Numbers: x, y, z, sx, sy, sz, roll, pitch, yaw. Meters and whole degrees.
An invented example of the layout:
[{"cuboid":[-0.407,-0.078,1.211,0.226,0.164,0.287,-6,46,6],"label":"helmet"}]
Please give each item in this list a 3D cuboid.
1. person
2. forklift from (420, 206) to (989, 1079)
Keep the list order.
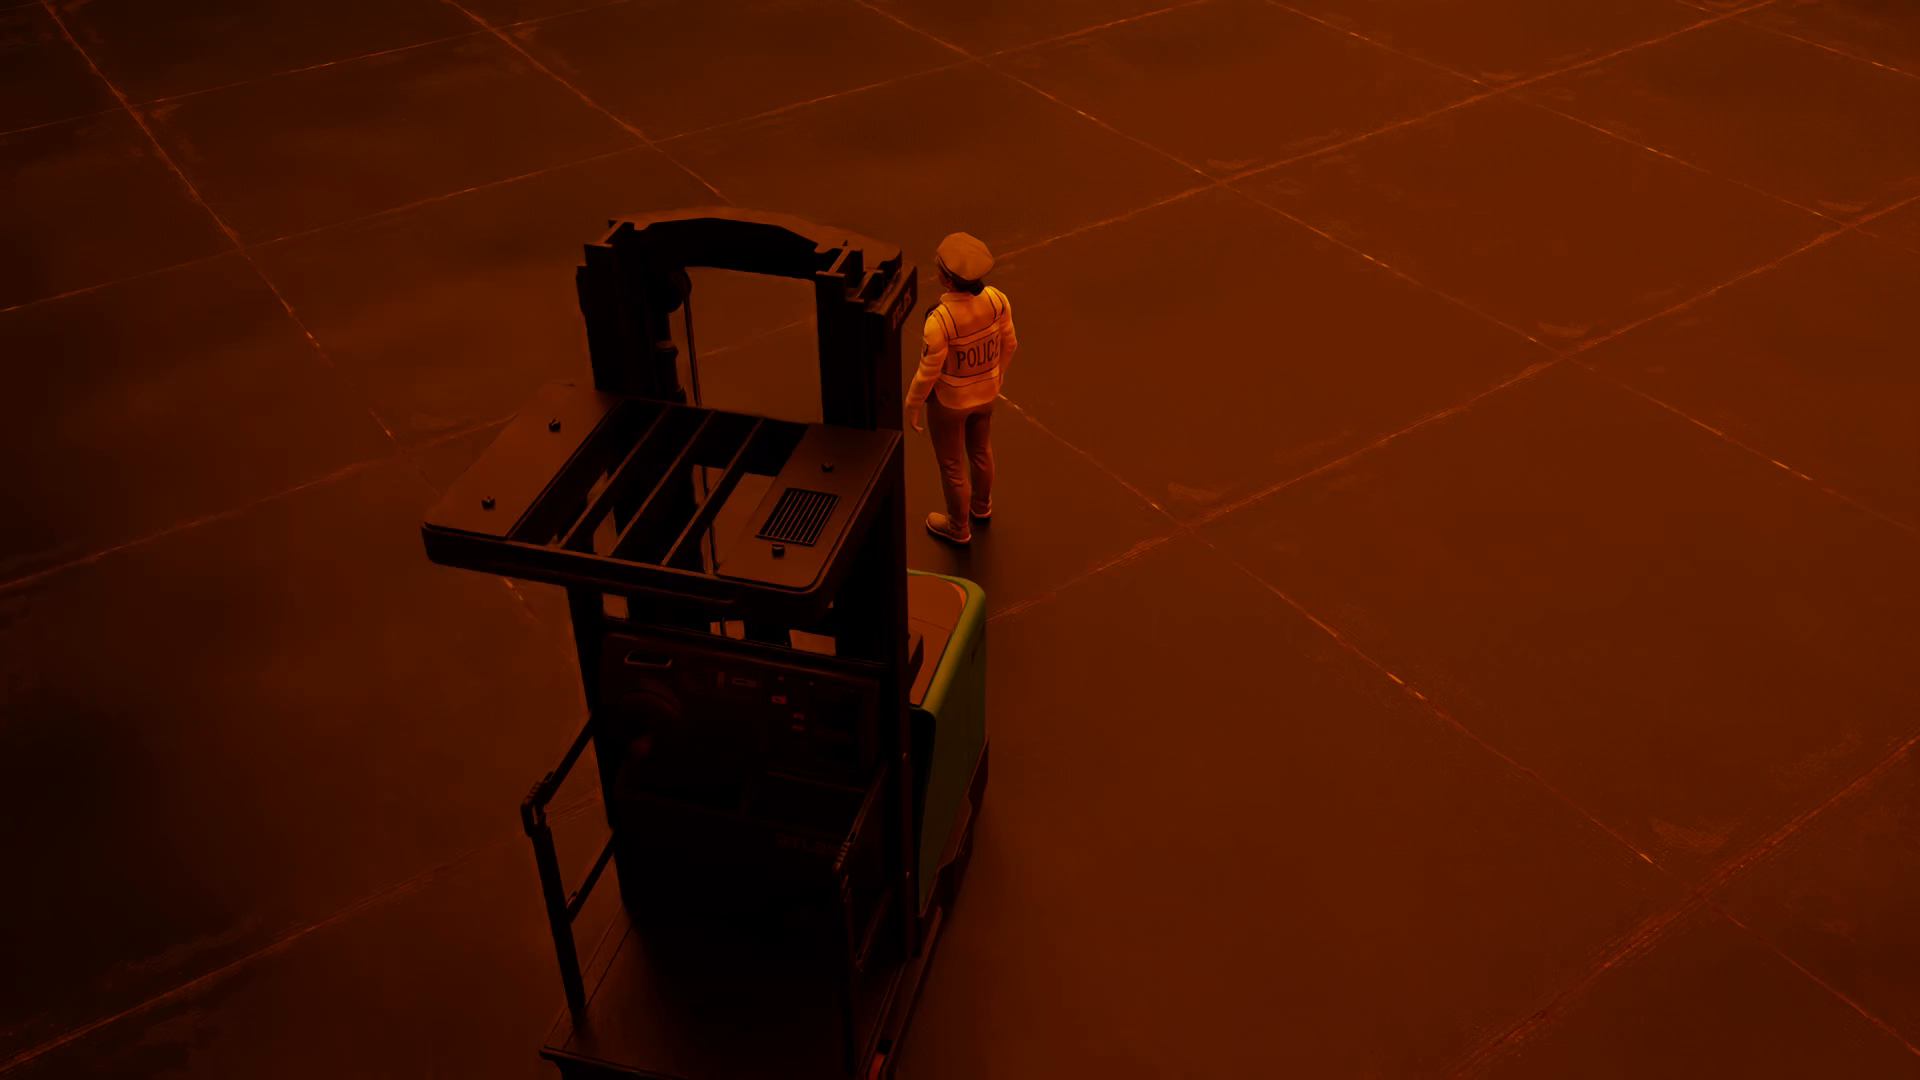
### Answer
[{"cuboid":[-0.034,-0.723,7.950,0.586,1.694,0.532,-23,42,-28],"label":"person"},{"cuboid":[-0.760,0.613,5.115,1.130,2.935,3.031,9,37,12],"label":"forklift"}]
